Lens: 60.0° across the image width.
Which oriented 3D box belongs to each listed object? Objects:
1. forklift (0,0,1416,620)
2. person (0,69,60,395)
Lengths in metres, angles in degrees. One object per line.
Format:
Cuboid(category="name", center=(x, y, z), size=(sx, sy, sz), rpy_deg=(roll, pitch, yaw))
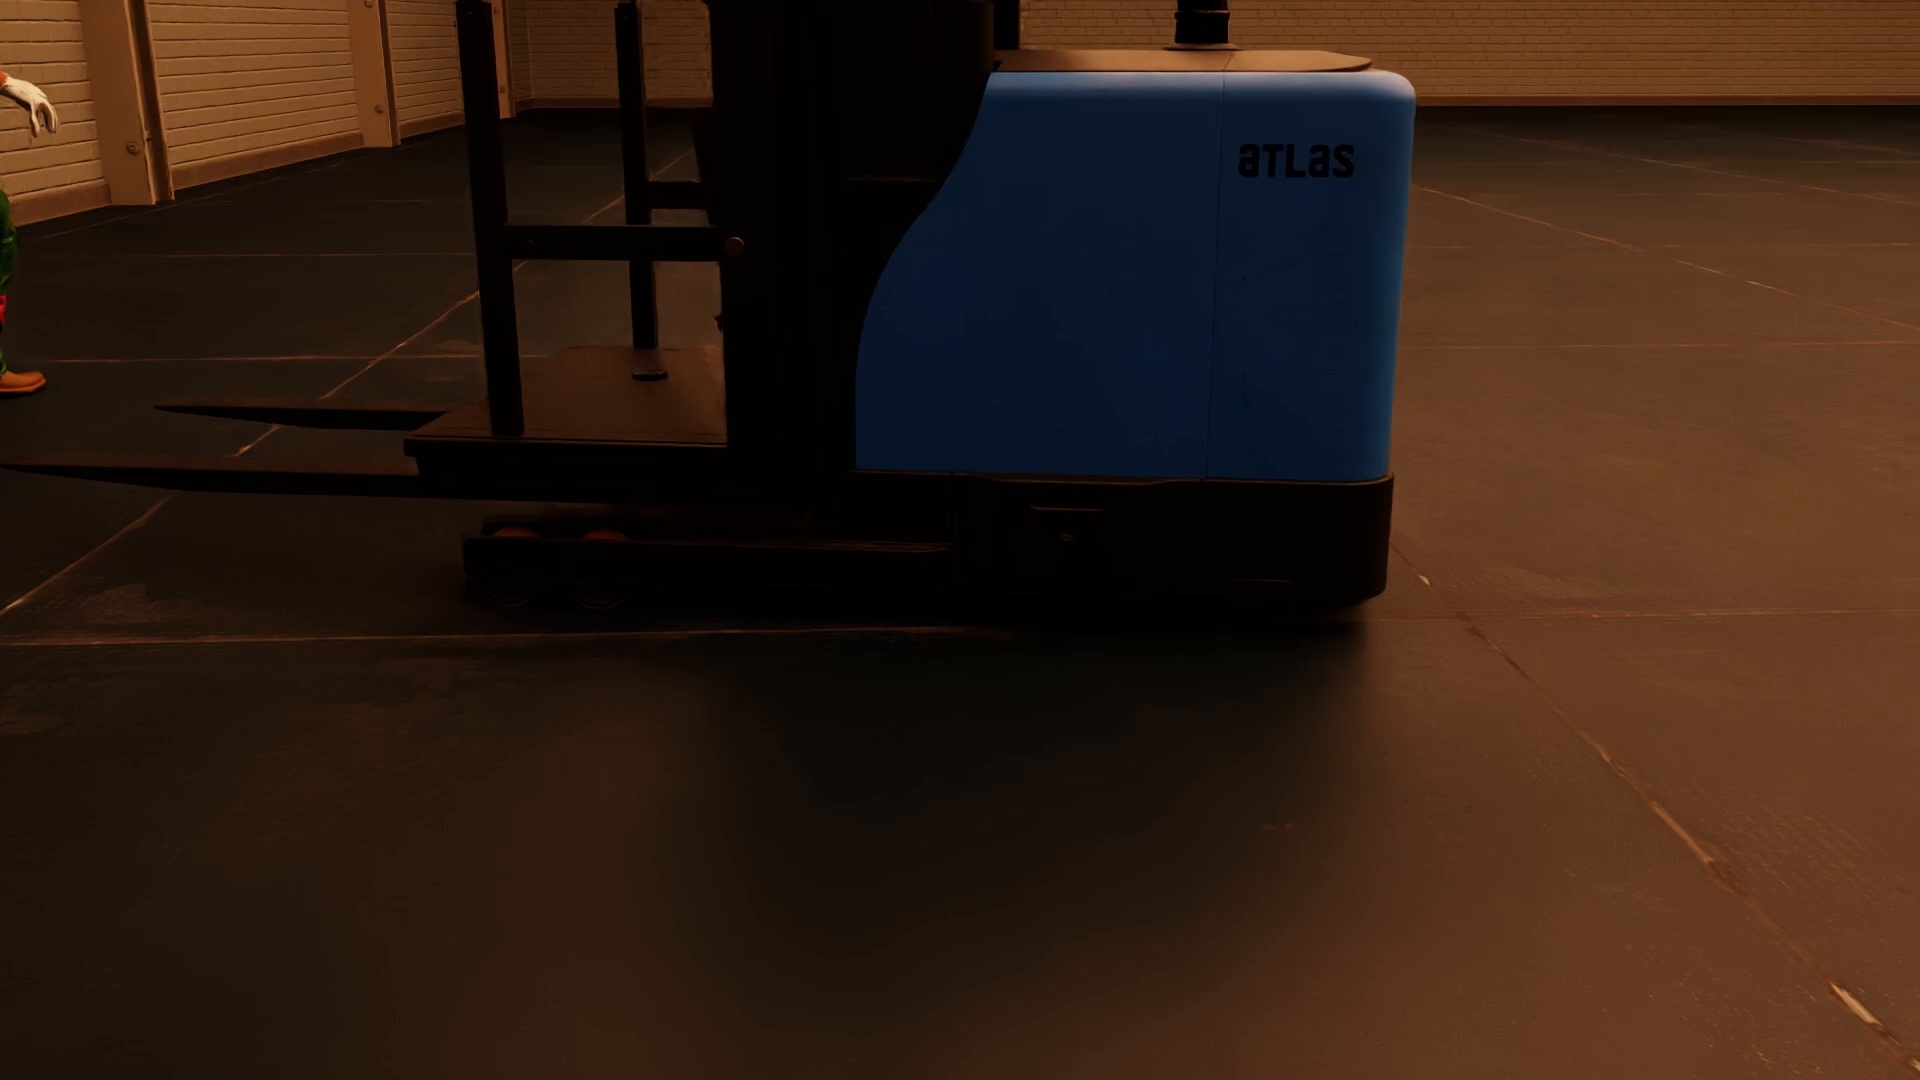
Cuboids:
Cuboid(category="forklift", center=(-0.604, -1.407, 3.507), size=(3.031, 2.935, 1.130), rpy_deg=(2, 17, 6))
Cuboid(category="person", center=(-3.170, -1.262, 5.186), size=(0.838, 1.662, 0.744), rpy_deg=(6, 18, 18))
